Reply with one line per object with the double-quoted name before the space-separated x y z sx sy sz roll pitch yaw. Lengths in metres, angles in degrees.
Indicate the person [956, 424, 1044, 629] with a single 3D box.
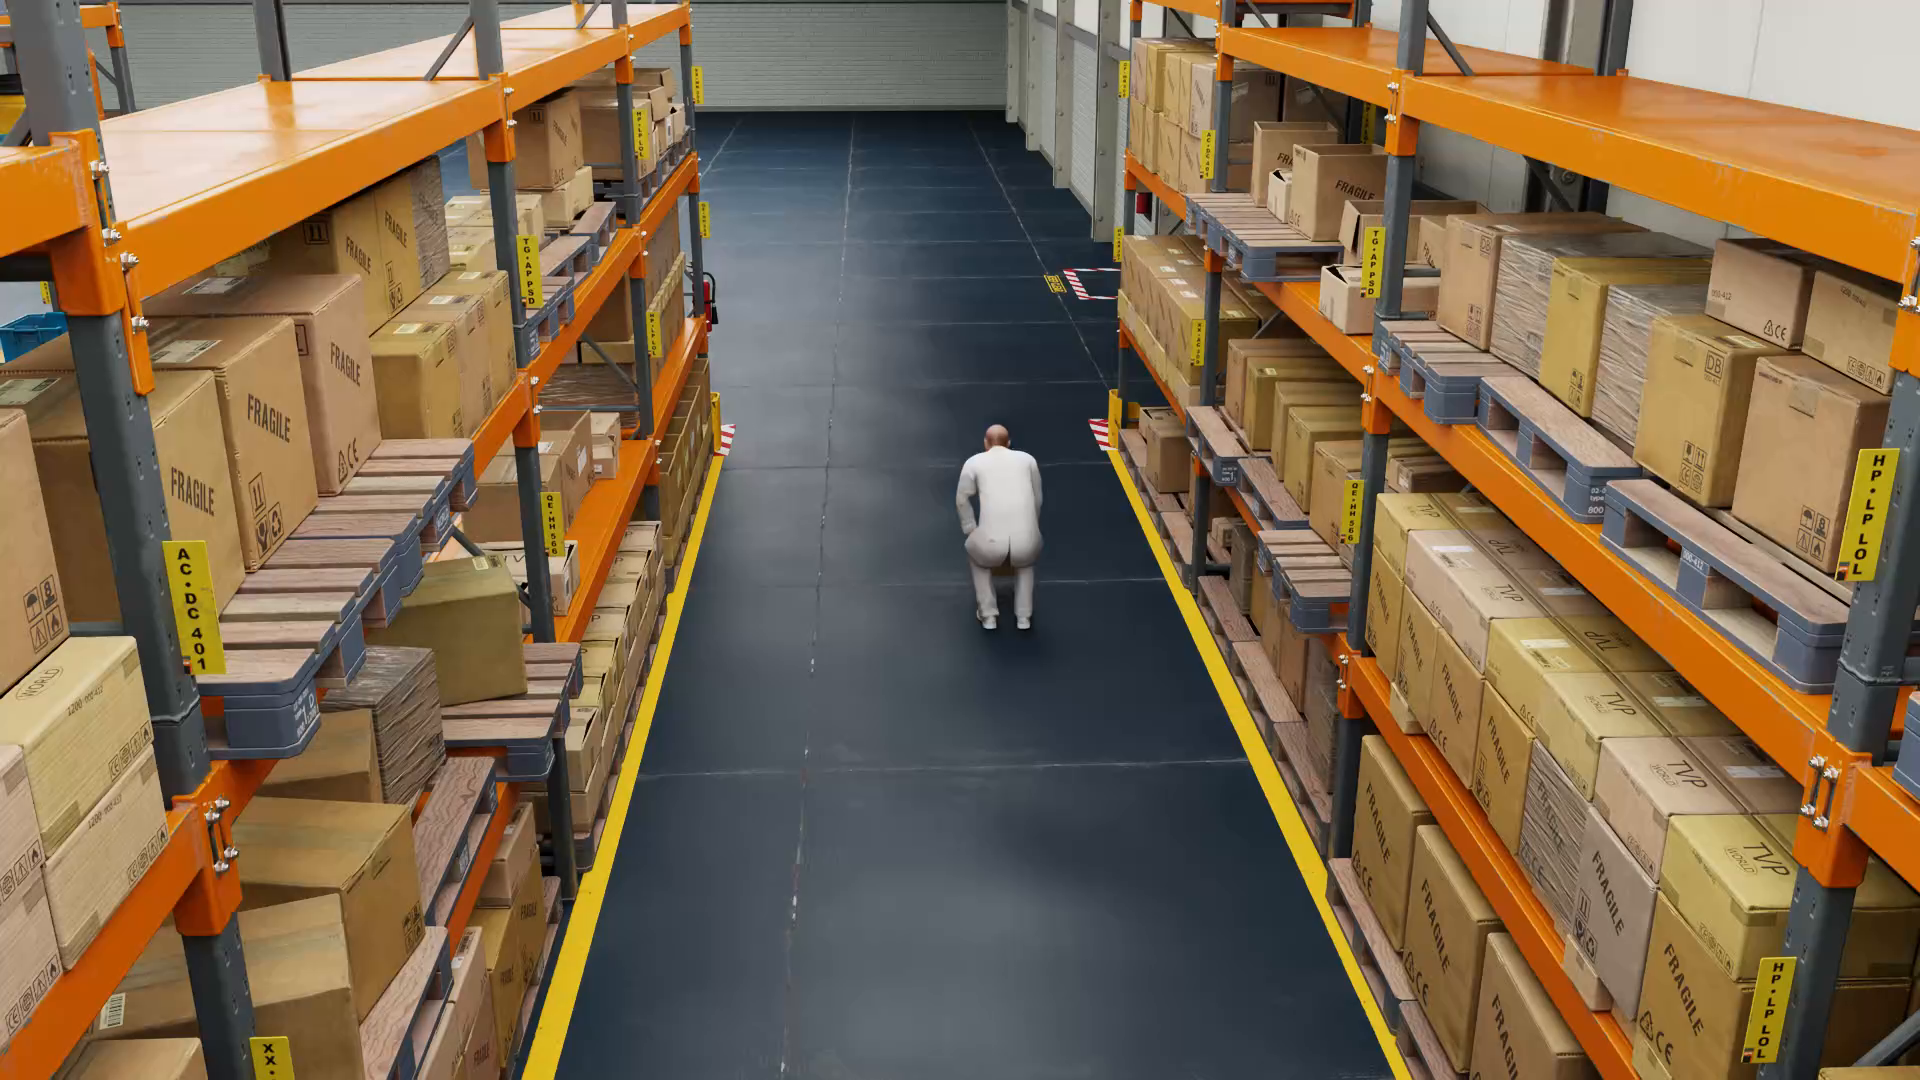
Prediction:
"person" 0.289 -0.079 11.877 0.631 1.395 0.734 -1 20 -3
